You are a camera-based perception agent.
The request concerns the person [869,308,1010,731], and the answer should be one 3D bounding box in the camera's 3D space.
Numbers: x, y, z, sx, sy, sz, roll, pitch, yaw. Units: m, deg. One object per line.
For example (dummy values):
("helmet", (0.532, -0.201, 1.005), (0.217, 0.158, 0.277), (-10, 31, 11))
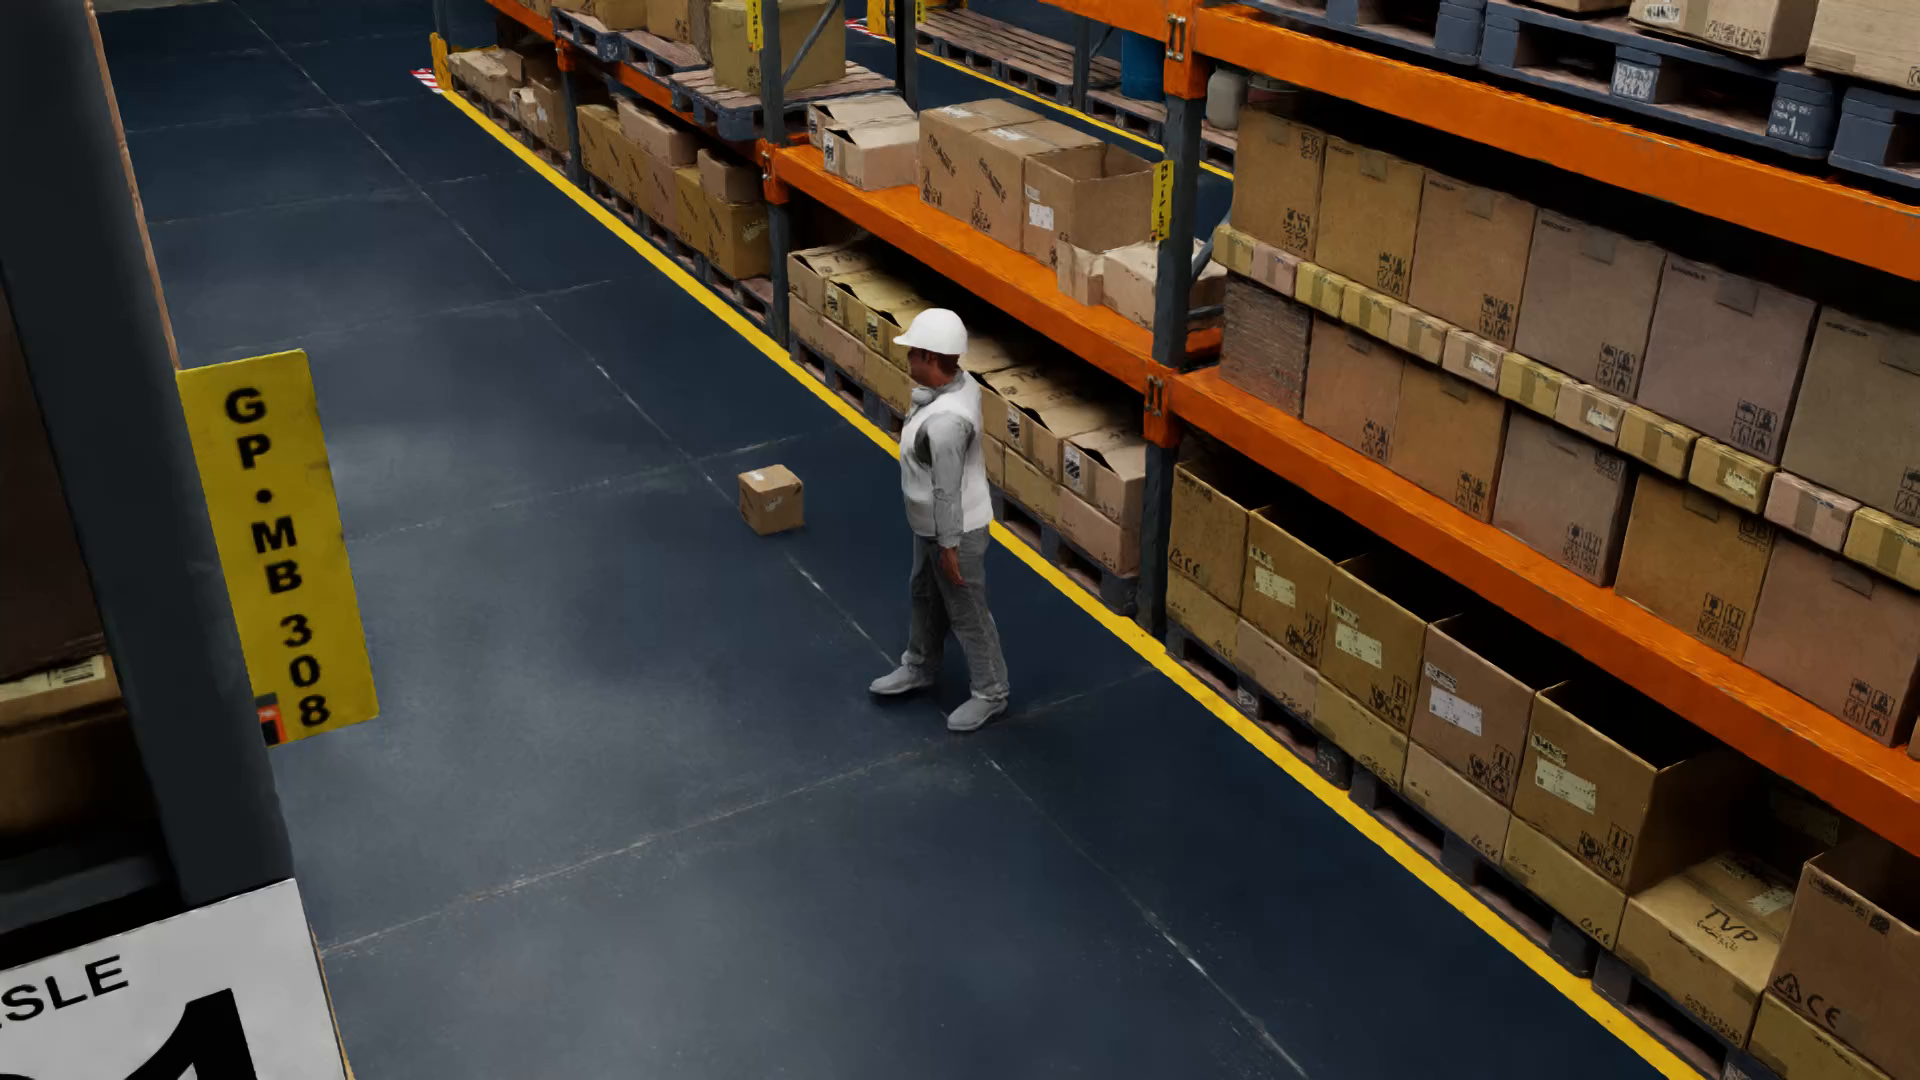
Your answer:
("person", (-0.092, -0.098, 6.764), (0.598, 1.774, 0.639), (-2, 29, -3))
